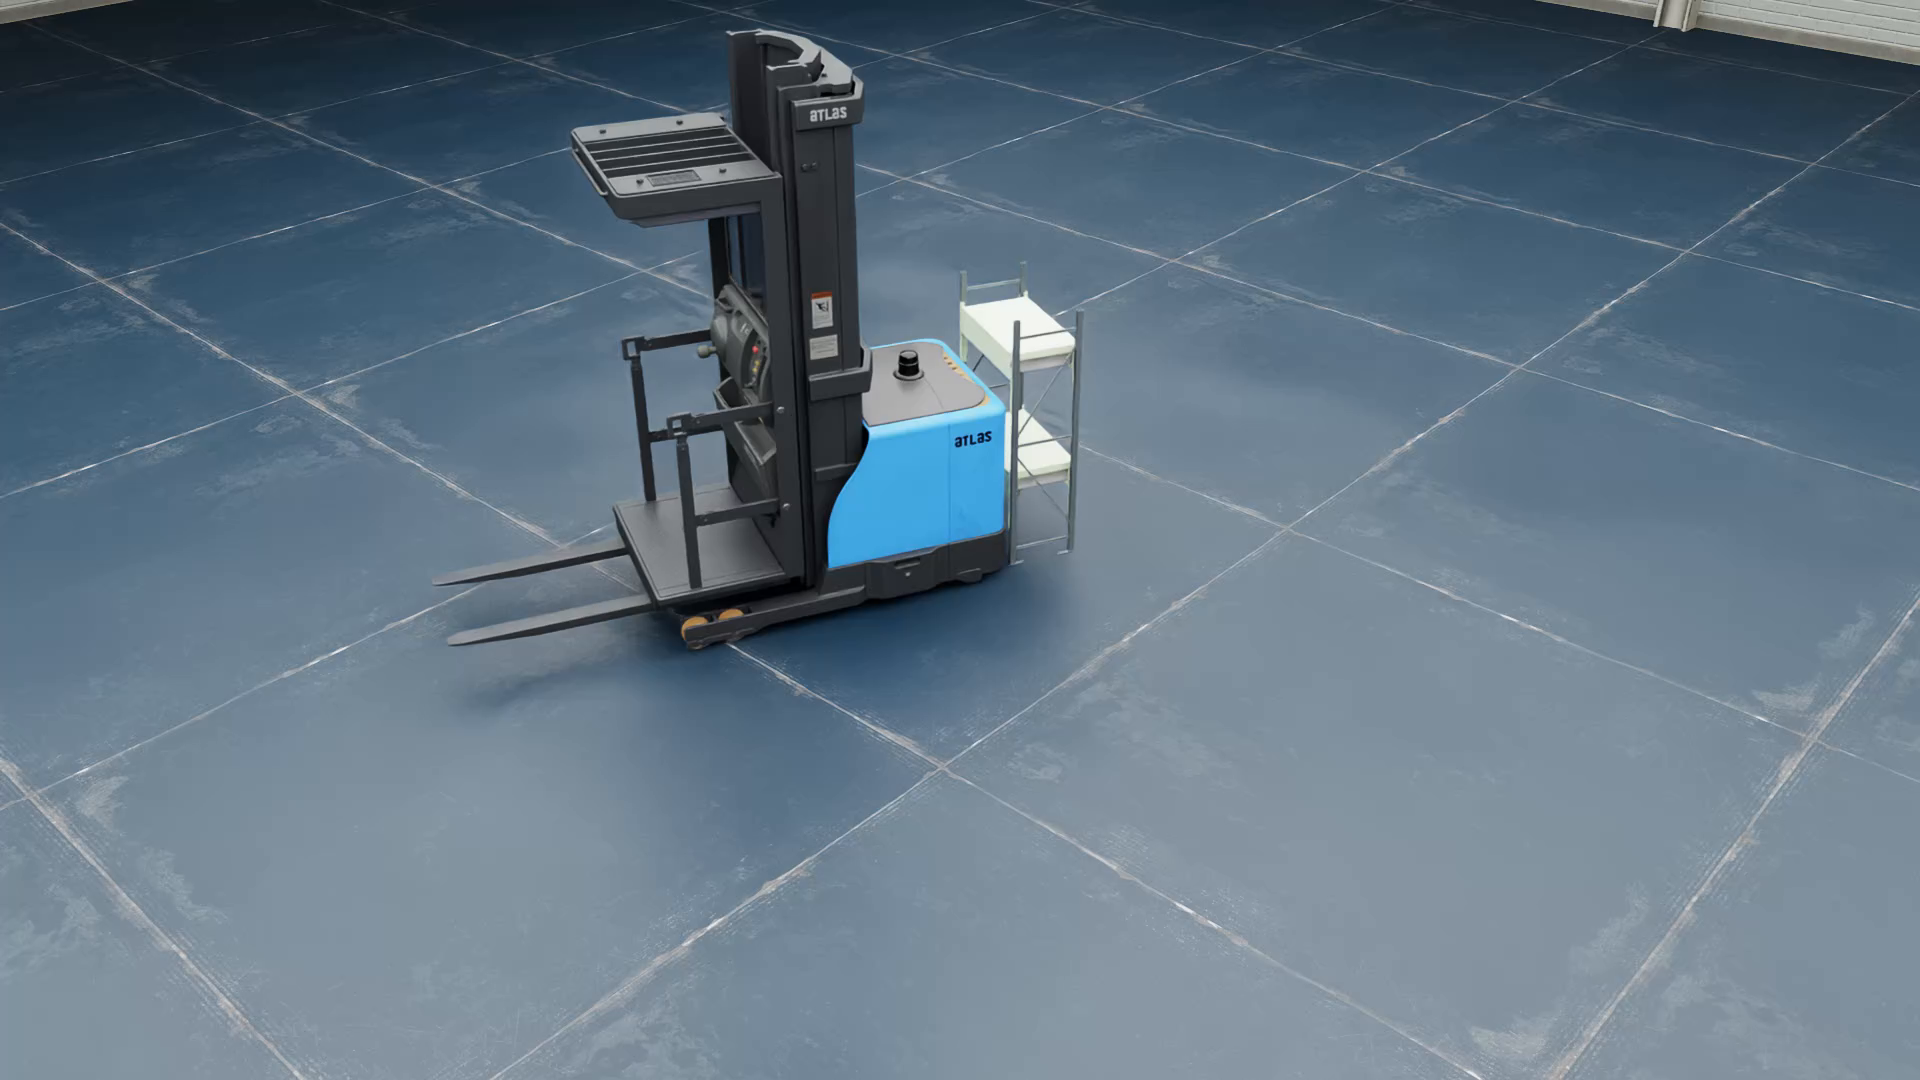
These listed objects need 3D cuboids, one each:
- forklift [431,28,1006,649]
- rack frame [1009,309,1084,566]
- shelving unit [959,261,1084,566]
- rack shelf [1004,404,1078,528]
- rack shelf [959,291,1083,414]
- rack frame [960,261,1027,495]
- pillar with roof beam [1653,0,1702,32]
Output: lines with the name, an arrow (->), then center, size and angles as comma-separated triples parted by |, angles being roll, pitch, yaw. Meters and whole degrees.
forklift -> -1.310, -0.993, 8.502 | 3.031, 2.935, 1.130 | -12, 33, -19
rack frame -> 0.467, -0.540, 9.137 | 0.400, 1.500, 0.023 | -12, 33, -19
shelving unit -> 0.327, -0.714, 9.427 | 0.431, 1.500, 0.755 | -12, 33, -19
rack shelf -> 0.327, -0.435, 9.595 | 0.431, 0.370, 0.720 | -12, 33, -19
rack shelf -> 0.327, -1.049, 9.226 | 0.431, 0.370, 0.720 | -12, 33, -19
rack frame -> 0.187, -0.889, 9.717 | 0.400, 1.500, 0.023 | -12, 33, -19
pillar with roof beam -> 5.661, -8.356, 14.850 | 0.400, 9.000, 9.100 | 25, 39, 35
